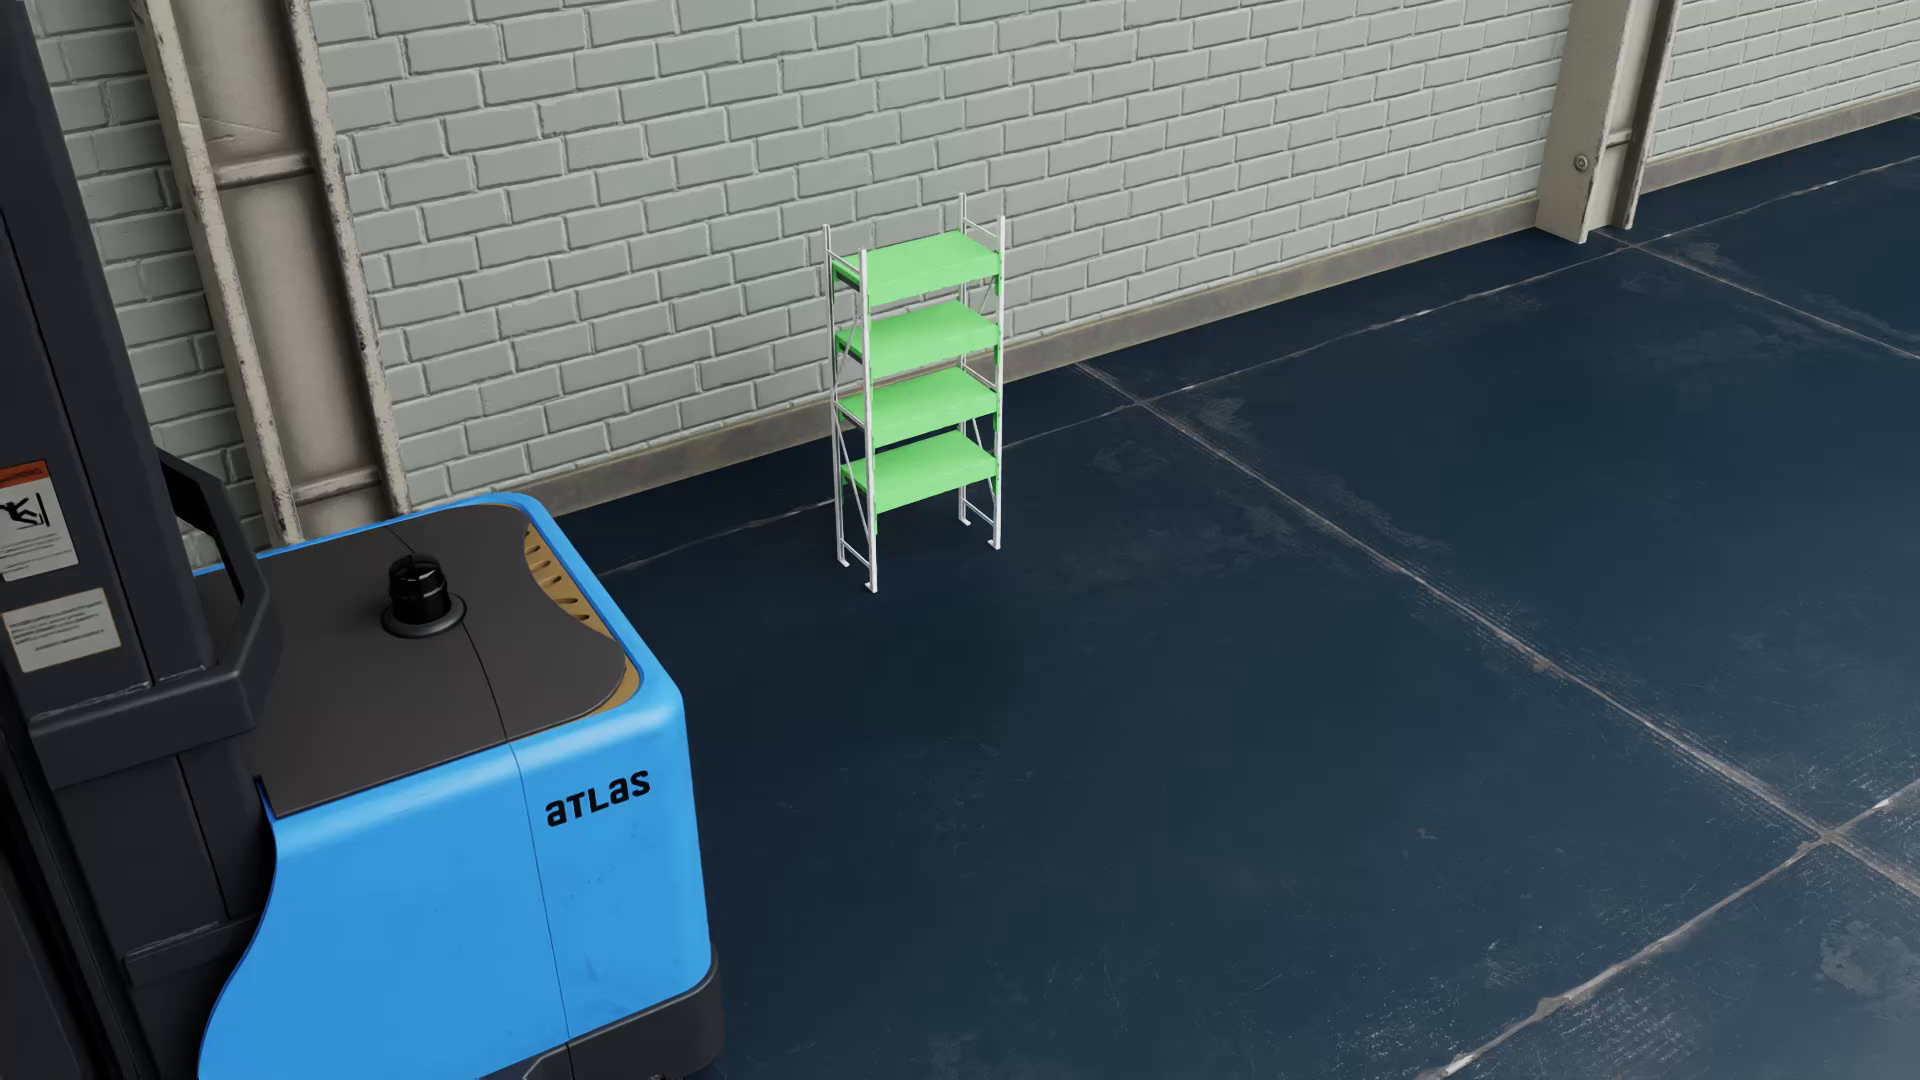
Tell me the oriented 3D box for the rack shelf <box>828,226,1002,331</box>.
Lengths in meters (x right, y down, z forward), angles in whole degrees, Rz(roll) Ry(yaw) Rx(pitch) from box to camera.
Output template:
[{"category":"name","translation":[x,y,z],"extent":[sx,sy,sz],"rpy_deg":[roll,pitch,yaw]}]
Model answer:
[{"category":"rack shelf","translation":[-0.139,-0.812,5.132],"extent":[0.480,0.148,0.258],"rpy_deg":[-19,37,-27]}]

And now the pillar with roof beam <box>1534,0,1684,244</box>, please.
[{"category":"pillar with roof beam","translation":[5.396,-3.427,2.749],"extent":[0.400,9.000,9.100],"rpy_deg":[-19,37,-27]}]

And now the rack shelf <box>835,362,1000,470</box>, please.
[{"category":"rack shelf","translation":[-0.139,-0.406,5.388],"extent":[0.480,0.148,0.258],"rpy_deg":[-19,37,-27]}]

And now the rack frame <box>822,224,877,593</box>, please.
[{"category":"rack frame","translation":[-0.344,-0.389,5.242],"extent":[0.015,1.200,0.240],"rpy_deg":[-19,37,-27]}]

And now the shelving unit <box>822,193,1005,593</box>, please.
[{"category":"shelving unit","translation":[-0.139,-0.460,5.354],"extent":[0.503,1.200,0.258],"rpy_deg":[-19,37,-27]}]

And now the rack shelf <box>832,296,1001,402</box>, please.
[{"category":"rack shelf","translation":[-0.139,-0.609,5.260],"extent":[0.480,0.148,0.258],"rpy_deg":[-19,37,-27]}]

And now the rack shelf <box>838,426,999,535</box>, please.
[{"category":"rack shelf","translation":[-0.139,-0.203,5.516],"extent":[0.480,0.148,0.258],"rpy_deg":[-19,37,-27]}]

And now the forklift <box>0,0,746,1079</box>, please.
[{"category":"forklift","translation":[-2.023,0.141,2.780],"extent":[3.031,2.935,1.130],"rpy_deg":[-18,36,-26]}]

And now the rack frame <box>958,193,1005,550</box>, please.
[{"category":"rack frame","translation":[0.066,-0.530,5.466],"extent":[0.015,1.200,0.240],"rpy_deg":[-19,37,-27]}]
